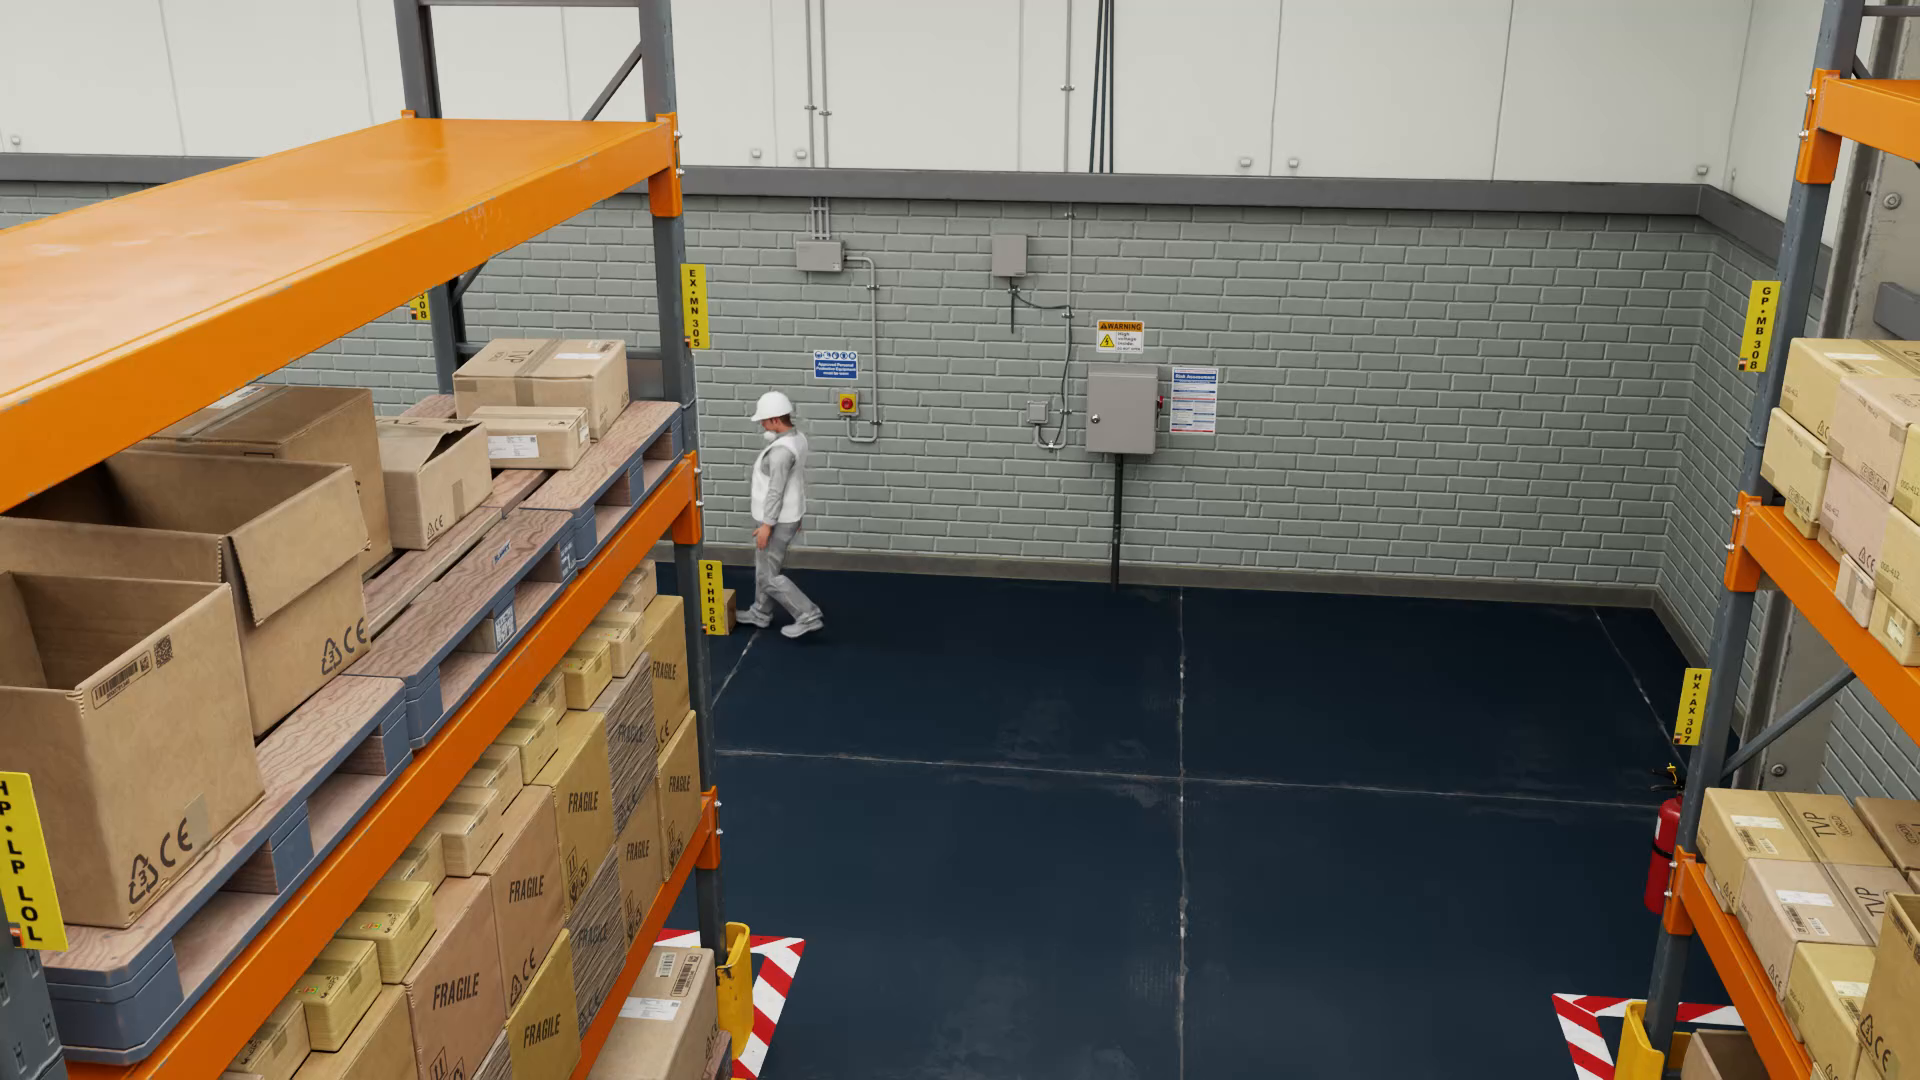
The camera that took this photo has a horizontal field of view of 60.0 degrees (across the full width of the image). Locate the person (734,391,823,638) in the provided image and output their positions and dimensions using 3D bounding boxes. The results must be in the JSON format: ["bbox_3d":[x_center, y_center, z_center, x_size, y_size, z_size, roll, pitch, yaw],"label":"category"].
[{"bbox_3d":[-1.294,-0.165,11.449,0.736,1.757,0.573,3,21,8],"label":"person"}]
